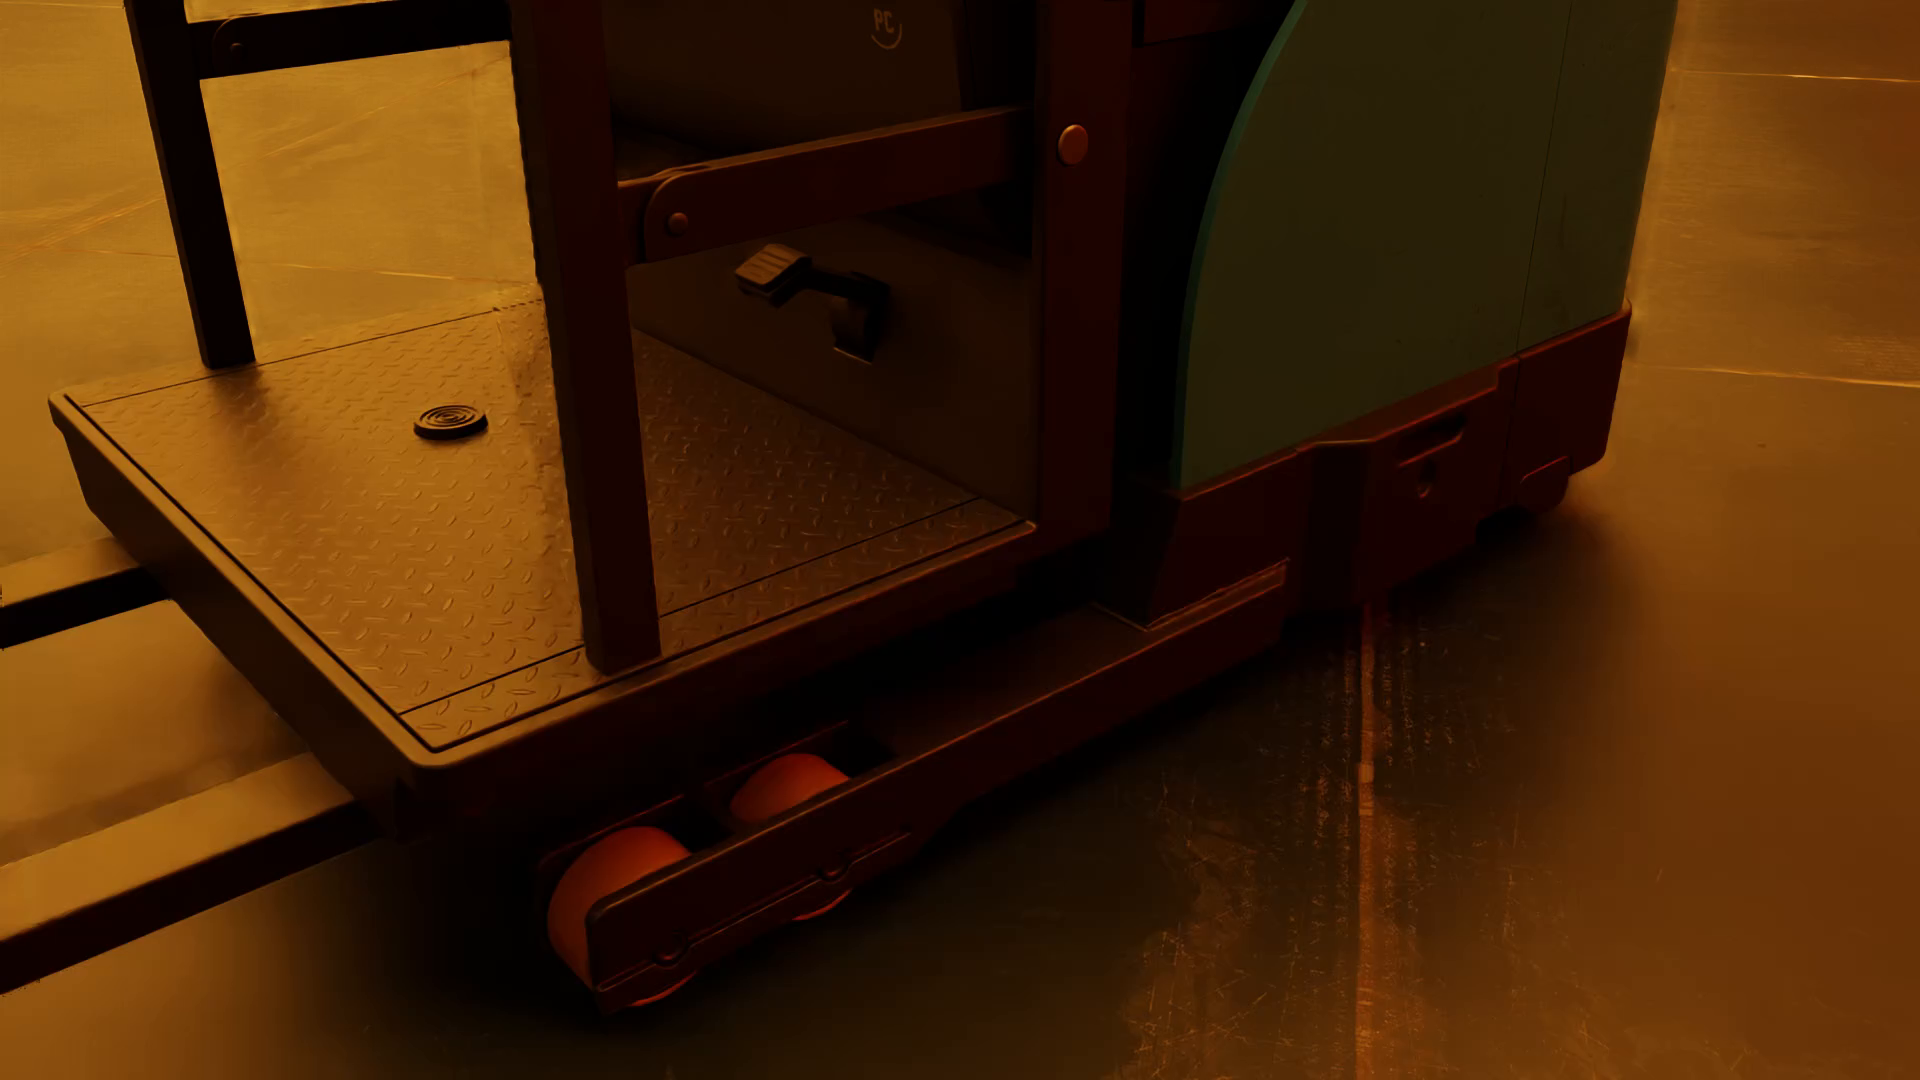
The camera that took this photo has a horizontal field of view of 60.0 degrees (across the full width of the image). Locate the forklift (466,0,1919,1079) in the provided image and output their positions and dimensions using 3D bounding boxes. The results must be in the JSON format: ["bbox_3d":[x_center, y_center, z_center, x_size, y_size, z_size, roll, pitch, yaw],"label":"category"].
[{"bbox_3d":[0.352,-1.063,1.352,1.130,2.935,3.031,-14,30,-25],"label":"forklift"}]
